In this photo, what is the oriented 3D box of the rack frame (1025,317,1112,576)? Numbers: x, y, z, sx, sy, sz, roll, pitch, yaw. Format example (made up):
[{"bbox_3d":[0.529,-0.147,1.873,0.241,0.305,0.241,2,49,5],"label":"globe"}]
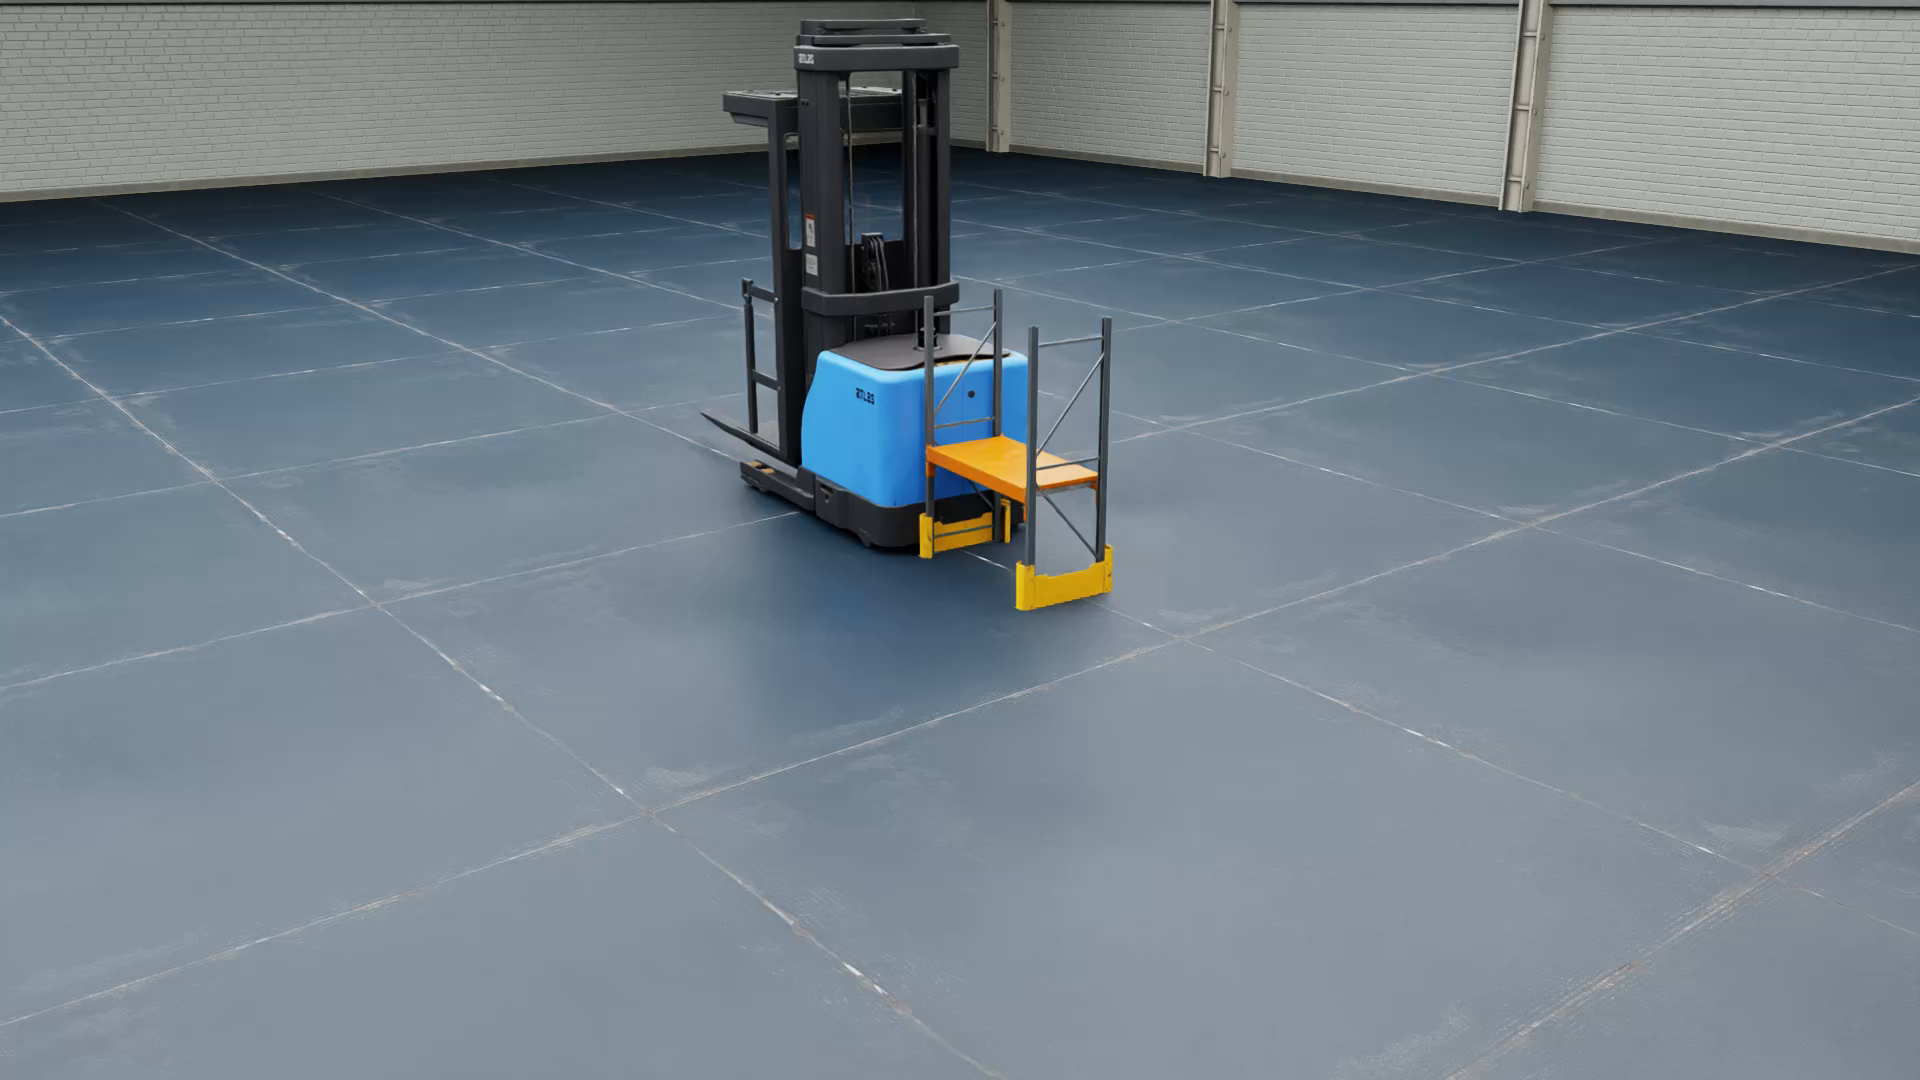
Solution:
[{"bbox_3d":[0.560,-0.393,8.664,0.500,1.500,0.032,-11,21,-30],"label":"rack frame"}]

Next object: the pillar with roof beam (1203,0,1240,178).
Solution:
[{"bbox_3d":[1.121,-9.788,25.108,9.100,9.000,0.400,-14,23,-36],"label":"pillar with roof beam"}]

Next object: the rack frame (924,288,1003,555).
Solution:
[{"bbox_3d":[0.021,-0.664,9.482,0.500,1.500,0.032,-11,21,-30],"label":"rack frame"}]

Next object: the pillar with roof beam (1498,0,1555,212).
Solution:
[{"bbox_3d":[4.846,-8.310,20.643,9.100,9.000,0.400,-14,23,-36],"label":"pillar with roof beam"}]

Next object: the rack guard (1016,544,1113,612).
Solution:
[{"bbox_3d":[0.560,0.200,8.862,0.587,0.250,0.087,-11,21,-30],"label":"rack guard"}]

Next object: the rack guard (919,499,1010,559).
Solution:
[{"bbox_3d":[0.031,-0.066,9.663,0.587,0.250,0.087,-11,21,-30],"label":"rack guard"}]

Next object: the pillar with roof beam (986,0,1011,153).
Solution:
[{"bbox_3d":[-2.604,-11.267,29.573,9.100,9.000,0.400,-14,23,-36],"label":"pillar with roof beam"}]

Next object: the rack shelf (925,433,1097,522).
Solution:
[{"bbox_3d":[0.291,-0.358,9.130,0.538,0.185,1.000,-11,21,-30],"label":"rack shelf"}]

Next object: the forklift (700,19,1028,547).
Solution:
[{"bbox_3d":[-0.782,-1.759,10.511,1.130,2.935,3.031,-11,21,-30],"label":"forklift"}]

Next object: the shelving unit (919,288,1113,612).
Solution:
[{"bbox_3d":[0.295,-0.526,9.066,0.587,1.500,1.083,-11,21,-30],"label":"shelving unit"}]
